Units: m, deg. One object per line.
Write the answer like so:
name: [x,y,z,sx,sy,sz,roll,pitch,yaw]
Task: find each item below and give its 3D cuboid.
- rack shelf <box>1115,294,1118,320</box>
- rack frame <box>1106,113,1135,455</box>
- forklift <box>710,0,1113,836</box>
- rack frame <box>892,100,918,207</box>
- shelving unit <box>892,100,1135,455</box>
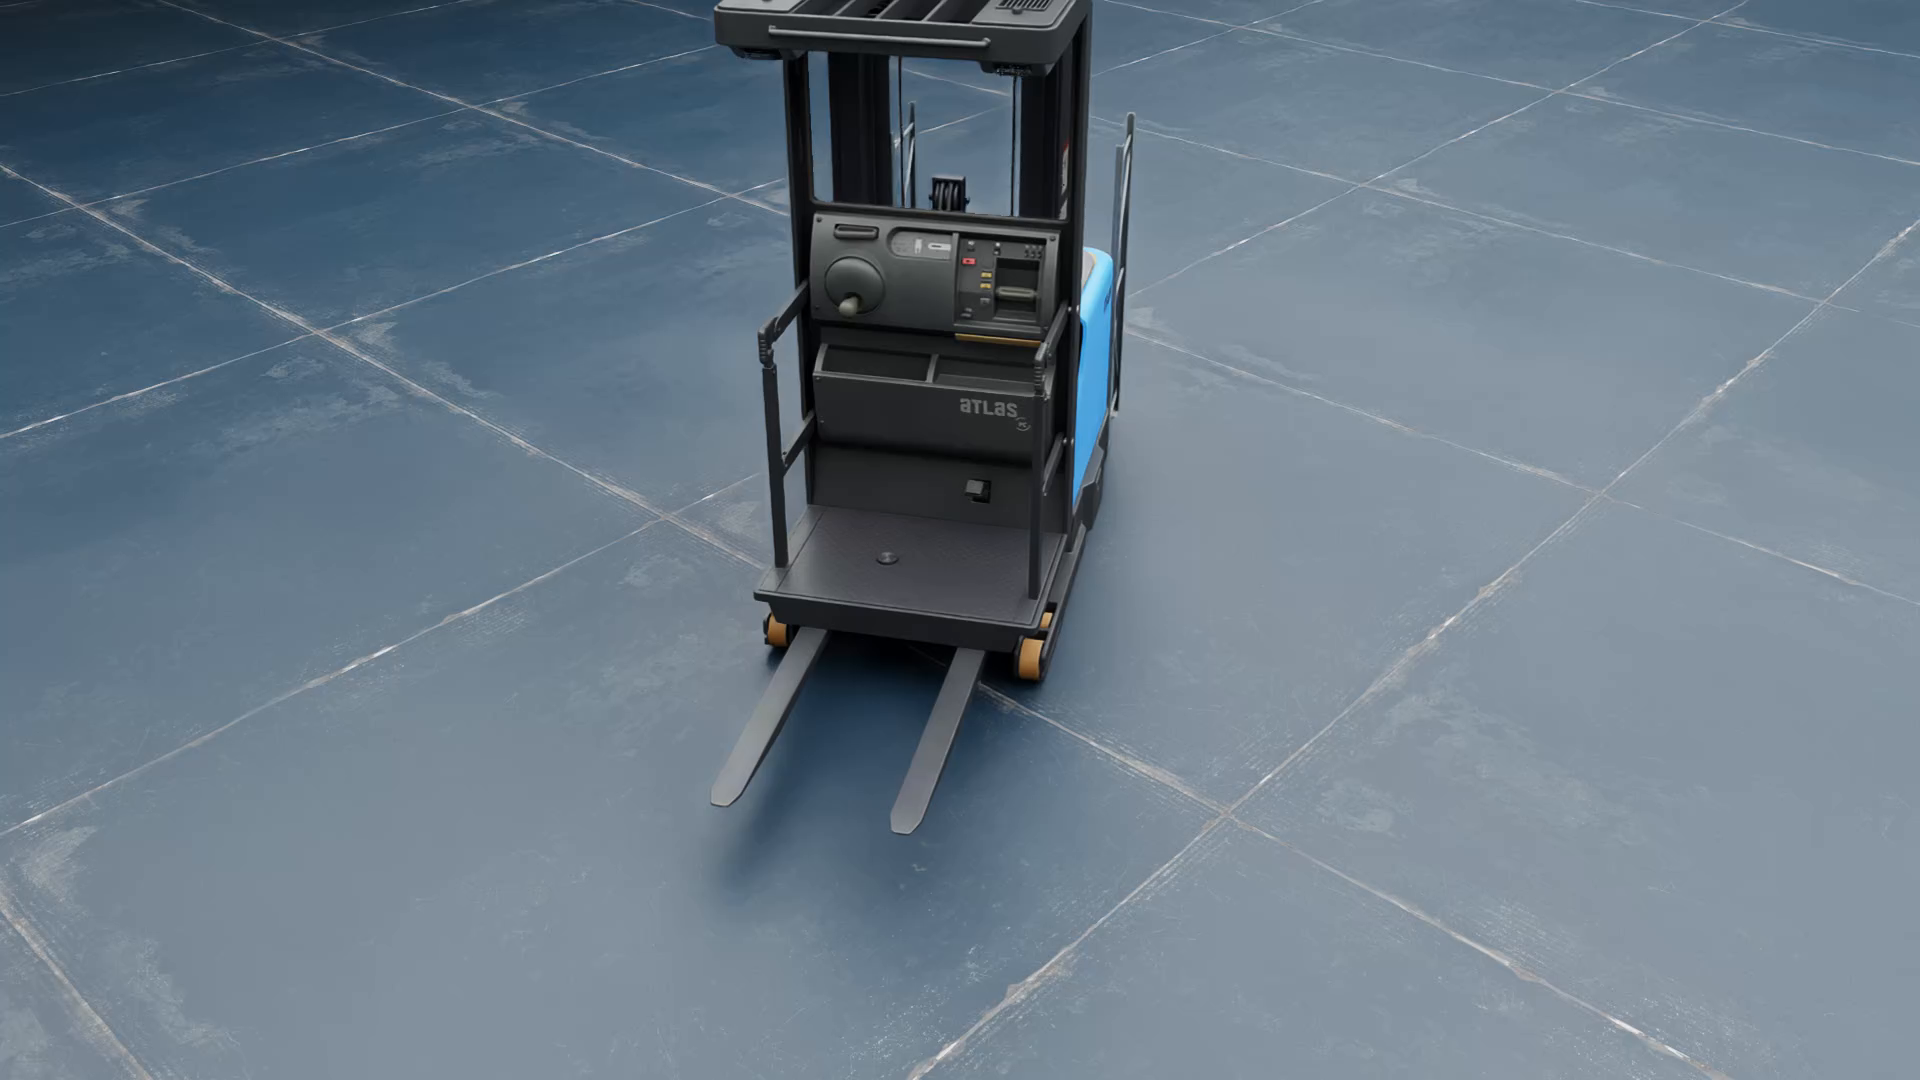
rack shelf: [0.237,-1.074,7.928,1.000,0.185,0.538,6,32,9]
rack frame: [0.736,-1.178,7.752,0.032,1.500,0.500,6,32,9]
forklift: [-0.145,-0.930,5.954,1.130,2.935,3.031,7,32,11]
rack frame: [-0.262,-1.278,7.918,0.032,1.500,0.500,6,32,9]
shelving unit: [0.237,-1.228,7.835,1.048,1.500,0.538,6,32,9]
